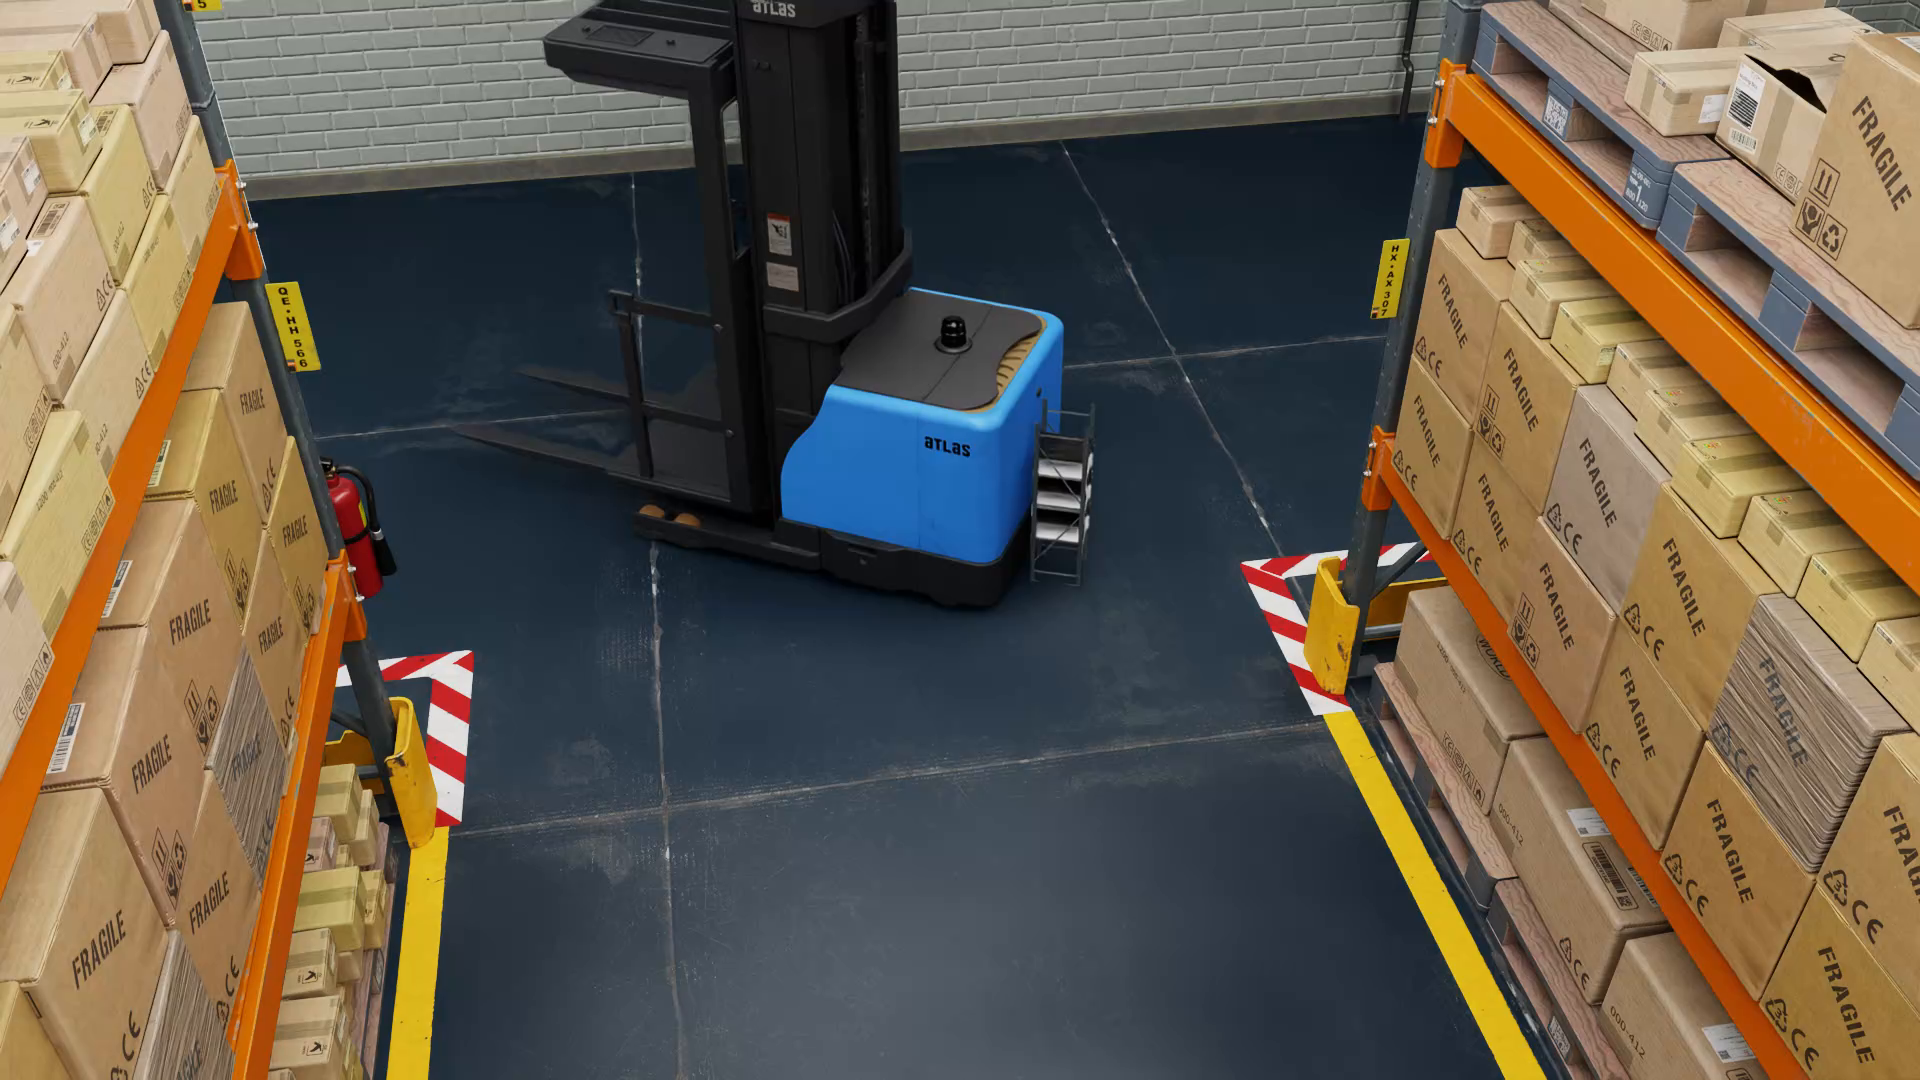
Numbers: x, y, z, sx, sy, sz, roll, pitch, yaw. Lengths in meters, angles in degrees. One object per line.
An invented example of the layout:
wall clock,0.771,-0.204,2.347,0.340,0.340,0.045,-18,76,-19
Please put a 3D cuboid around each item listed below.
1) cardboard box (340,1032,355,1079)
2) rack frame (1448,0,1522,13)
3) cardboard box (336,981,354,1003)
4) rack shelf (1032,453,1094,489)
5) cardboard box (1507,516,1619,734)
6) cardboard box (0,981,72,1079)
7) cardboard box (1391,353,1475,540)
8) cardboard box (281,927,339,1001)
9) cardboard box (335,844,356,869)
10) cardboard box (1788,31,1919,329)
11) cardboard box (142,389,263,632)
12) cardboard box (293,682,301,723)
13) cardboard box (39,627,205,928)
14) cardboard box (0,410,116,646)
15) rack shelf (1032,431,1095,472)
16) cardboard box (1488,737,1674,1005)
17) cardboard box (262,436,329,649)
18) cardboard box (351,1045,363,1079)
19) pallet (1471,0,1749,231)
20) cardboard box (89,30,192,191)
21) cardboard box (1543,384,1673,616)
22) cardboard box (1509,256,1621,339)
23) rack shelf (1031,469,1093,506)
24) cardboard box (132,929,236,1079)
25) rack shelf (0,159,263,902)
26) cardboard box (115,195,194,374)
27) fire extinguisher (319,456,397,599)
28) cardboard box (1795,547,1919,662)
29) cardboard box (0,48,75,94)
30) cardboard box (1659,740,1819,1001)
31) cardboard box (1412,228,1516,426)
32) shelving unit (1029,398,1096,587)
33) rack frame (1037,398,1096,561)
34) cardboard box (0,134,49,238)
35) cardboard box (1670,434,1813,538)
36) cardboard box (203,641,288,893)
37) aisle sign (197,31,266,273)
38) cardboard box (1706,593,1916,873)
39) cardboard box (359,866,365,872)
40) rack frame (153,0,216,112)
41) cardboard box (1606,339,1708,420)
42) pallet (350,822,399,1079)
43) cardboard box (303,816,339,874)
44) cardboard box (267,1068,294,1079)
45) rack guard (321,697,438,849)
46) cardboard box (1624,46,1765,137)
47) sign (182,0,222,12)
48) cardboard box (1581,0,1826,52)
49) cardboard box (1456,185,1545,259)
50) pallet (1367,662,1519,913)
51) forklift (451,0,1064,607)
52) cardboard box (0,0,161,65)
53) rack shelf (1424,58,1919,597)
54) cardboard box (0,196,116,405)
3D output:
cardboard box,-2.140,1.698,5.259,0.380,0.149,0.250,-6,38,-7
rack frame,2.146,-3.021,4.703,1.000,3.000,0.127,-6,38,-8
cardboard box,-2.306,1.511,5.742,0.380,0.149,0.250,-6,38,-8
rack shelf,0.471,-0.325,7.596,0.258,0.077,0.200,7,38,9
cardboard box,2.135,0.241,5.313,0.500,0.500,0.500,-6,38,-8
cardboard box,-1.953,1.196,3.027,0.500,0.500,0.500,-7,38,-9
cardboard box,1.948,-0.370,6.100,0.500,0.500,0.500,-7,38,-8
cardboard box,-2.226,1.423,5.369,0.380,0.149,0.250,-8,39,-10
cardboard box,-2.343,1.236,5.853,0.380,0.149,0.250,-7,38,-9
cardboard box,2.352,-0.847,3.845,0.500,0.500,0.500,-6,38,-7
cardboard box,-2.295,-0.054,4.636,0.500,0.500,0.500,-7,38,-9
cardboard box,-2.309,0.512,5.251,0.380,0.149,0.250,-7,38,-8
cardboard box,-2.100,0.578,3.822,0.500,0.500,0.500,-7,38,-10
cardboard box,-2.086,-0.010,3.395,0.500,0.250,0.500,-5,38,-6
rack shelf,0.471,-0.396,7.540,0.258,0.077,0.200,7,38,9
cardboard box,2.529,1.134,5.991,0.875,0.438,0.875,-5,38,-7
cardboard box,-2.377,0.029,5.344,0.500,0.500,0.500,-5,38,-7
cardboard box,-2.143,1.806,5.362,0.380,0.149,0.250,-8,39,-10
pallet,2.287,-1.354,5.075,1.003,0.211,1.213,-6,38,-8
cardboard box,-2.378,-1.130,4.429,0.500,0.250,0.500,-7,38,-9
cardboard box,2.145,-0.144,4.994,0.500,0.500,0.500,-7,38,-8
cardboard box,1.985,-0.778,5.281,0.380,0.149,0.250,-5,38,-7
rack shelf,0.471,-0.254,7.651,0.258,0.077,0.200,7,38,9
cardboard box,-1.994,1.268,3.748,0.500,0.500,0.500,-7,38,-9
rack shelf,-2.359,0.249,3.525,1.077,0.370,4.000,-6,38,-8
cardboard box,-2.273,-0.630,4.193,0.500,0.250,0.500,-6,38,-8
fire extinguisher,-2.299,-0.082,6.178,0.296,0.674,0.183,-6,38,-8
cardboard box,2.318,0.143,4.095,0.380,0.149,0.250,-7,38,-9
cardboard box,-2.369,-1.055,4.007,0.380,0.149,0.250,-7,38,-9
cardboard box,2.316,0.860,4.516,0.500,0.500,0.500,-7,38,-9
cardboard box,1.950,-0.765,5.794,0.500,0.500,0.500,-7,38,-9
shelving unit,0.471,-0.209,7.686,0.258,0.900,0.210,7,38,9
rack frame,0.491,-0.270,7.764,0.240,0.900,0.006,7,38,9
cardboard box,-2.231,-0.747,3.612,0.380,0.149,0.250,-7,38,-9
cardboard box,2.166,-0.157,4.481,0.380,0.149,0.250,-7,38,-9
cardboard box,-2.194,0.645,4.550,0.500,0.500,0.500,-6,38,-8
aisle sign,-2.427,-1.161,5.081,0.394,0.787,0.004,-6,38,-8
cardboard box,2.313,0.461,4.215,0.500,0.500,0.500,-6,38,-7
cardboard box,-2.412,1.197,6.145,0.380,0.149,0.250,-6,38,-7
rack frame,-2.709,-2.427,3.939,1.000,3.000,0.127,-6,38,-8
cardboard box,2.147,-0.468,4.882,0.380,0.149,0.250,-6,38,-8
pallet,-2.589,1.583,5.940,1.003,0.211,1.213,-6,38,-8
cardboard box,-2.380,1.117,5.763,0.380,0.149,0.250,-6,38,-7
cardboard box,-2.187,1.751,4.948,0.380,0.149,0.250,-7,38,-9
rack guard,-2.696,0.975,6.488,1.175,0.500,0.348,-6,38,-8
cardboard box,2.111,-1.260,4.663,0.380,0.149,0.250,-5,38,-6
sign,-2.160,-1.640,4.649,0.100,0.325,0.005,-6,38,-8
cardboard box,2.314,-1.720,5.173,0.500,0.250,0.500,-10,39,-12
cardboard box,1.936,-1.098,5.693,0.380,0.149,0.250,-5,38,-7
pallet,2.363,0.924,6.788,1.003,0.211,1.213,-6,38,-8
forklift,-1.073,-1.407,7.572,3.031,2.935,1.130,13,40,16
cardboard box,-2.362,-1.369,4.412,0.380,0.149,0.250,-7,38,-8
rack shelf,2.497,-0.344,4.289,1.077,0.370,4.000,-6,38,-8
cardboard box,-2.200,-0.512,3.633,0.500,0.250,0.500,-6,38,-7
